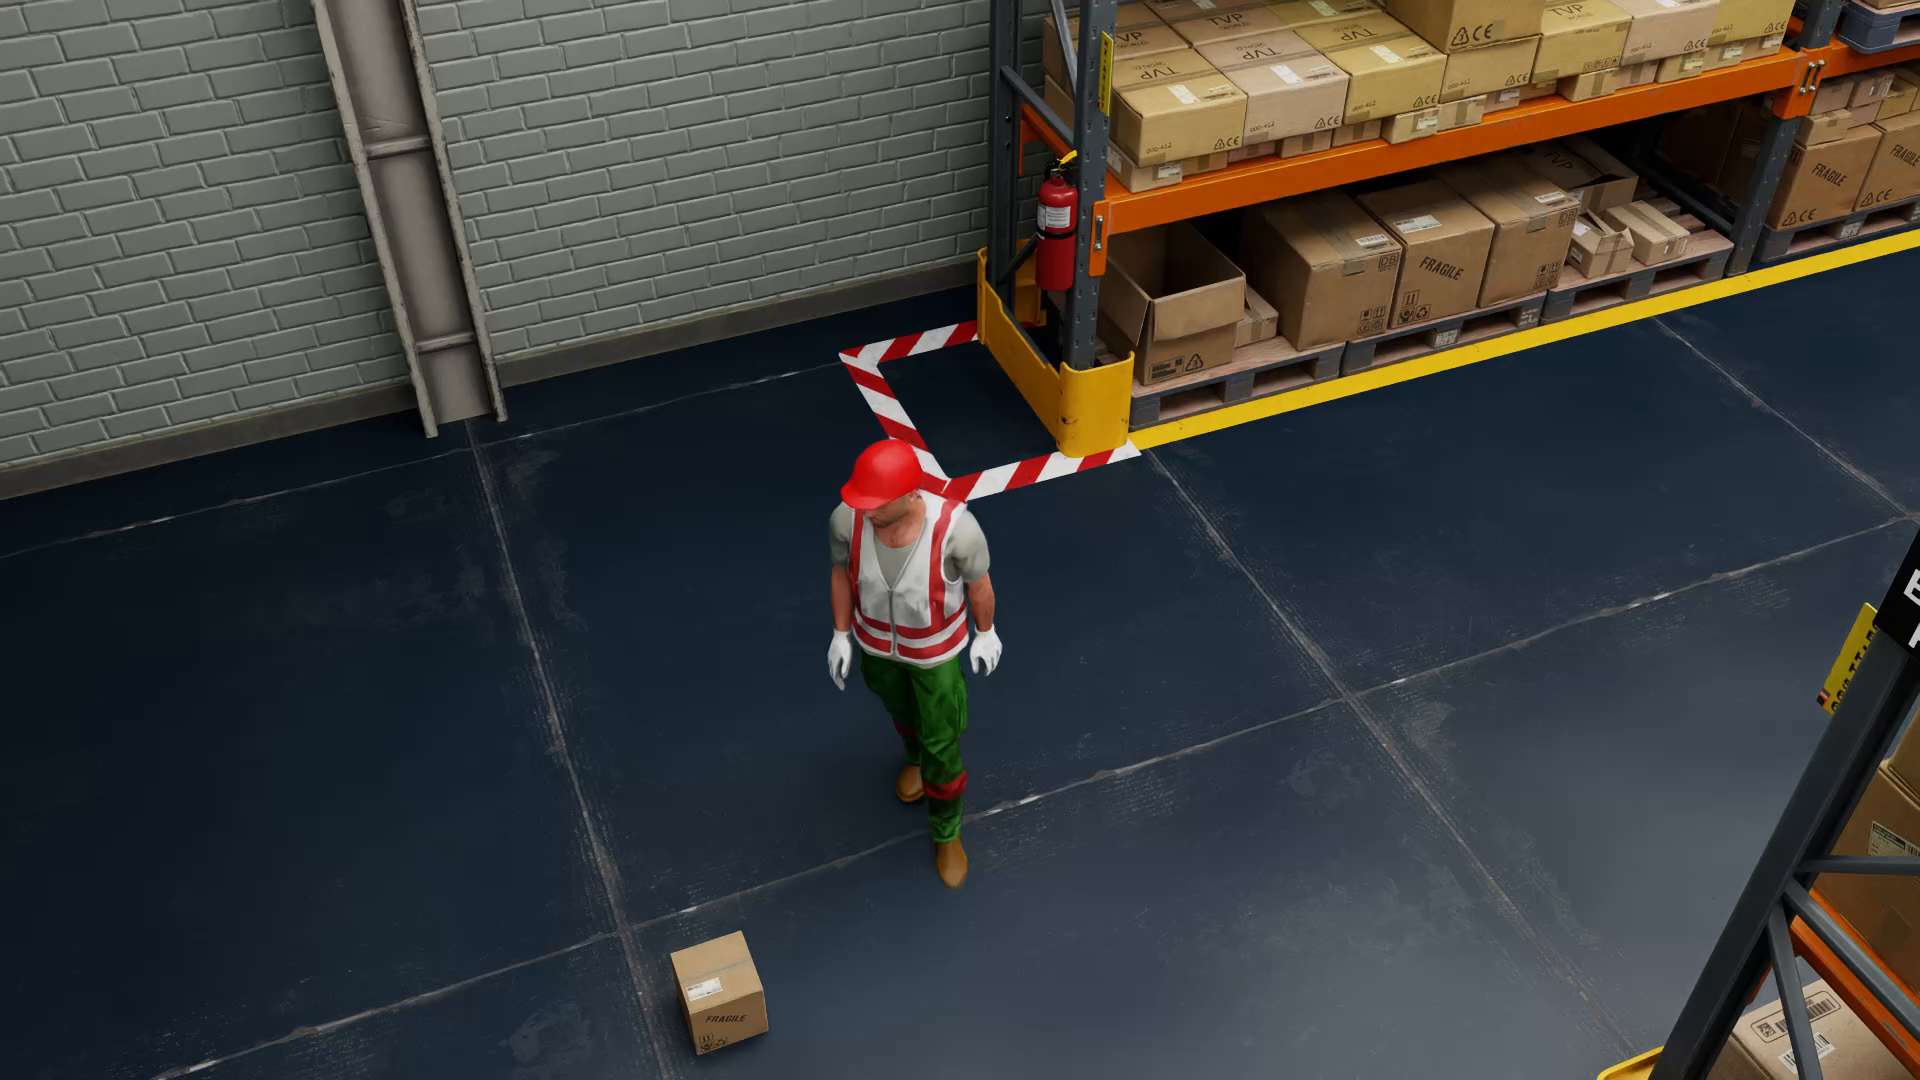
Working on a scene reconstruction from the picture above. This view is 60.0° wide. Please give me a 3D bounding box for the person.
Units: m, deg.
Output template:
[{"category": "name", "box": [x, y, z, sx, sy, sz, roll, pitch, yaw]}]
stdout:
[{"category": "person", "box": [-0.166, 0.376, 5.731, 0.577, 1.825, 0.594, 13, 43, 14]}]
